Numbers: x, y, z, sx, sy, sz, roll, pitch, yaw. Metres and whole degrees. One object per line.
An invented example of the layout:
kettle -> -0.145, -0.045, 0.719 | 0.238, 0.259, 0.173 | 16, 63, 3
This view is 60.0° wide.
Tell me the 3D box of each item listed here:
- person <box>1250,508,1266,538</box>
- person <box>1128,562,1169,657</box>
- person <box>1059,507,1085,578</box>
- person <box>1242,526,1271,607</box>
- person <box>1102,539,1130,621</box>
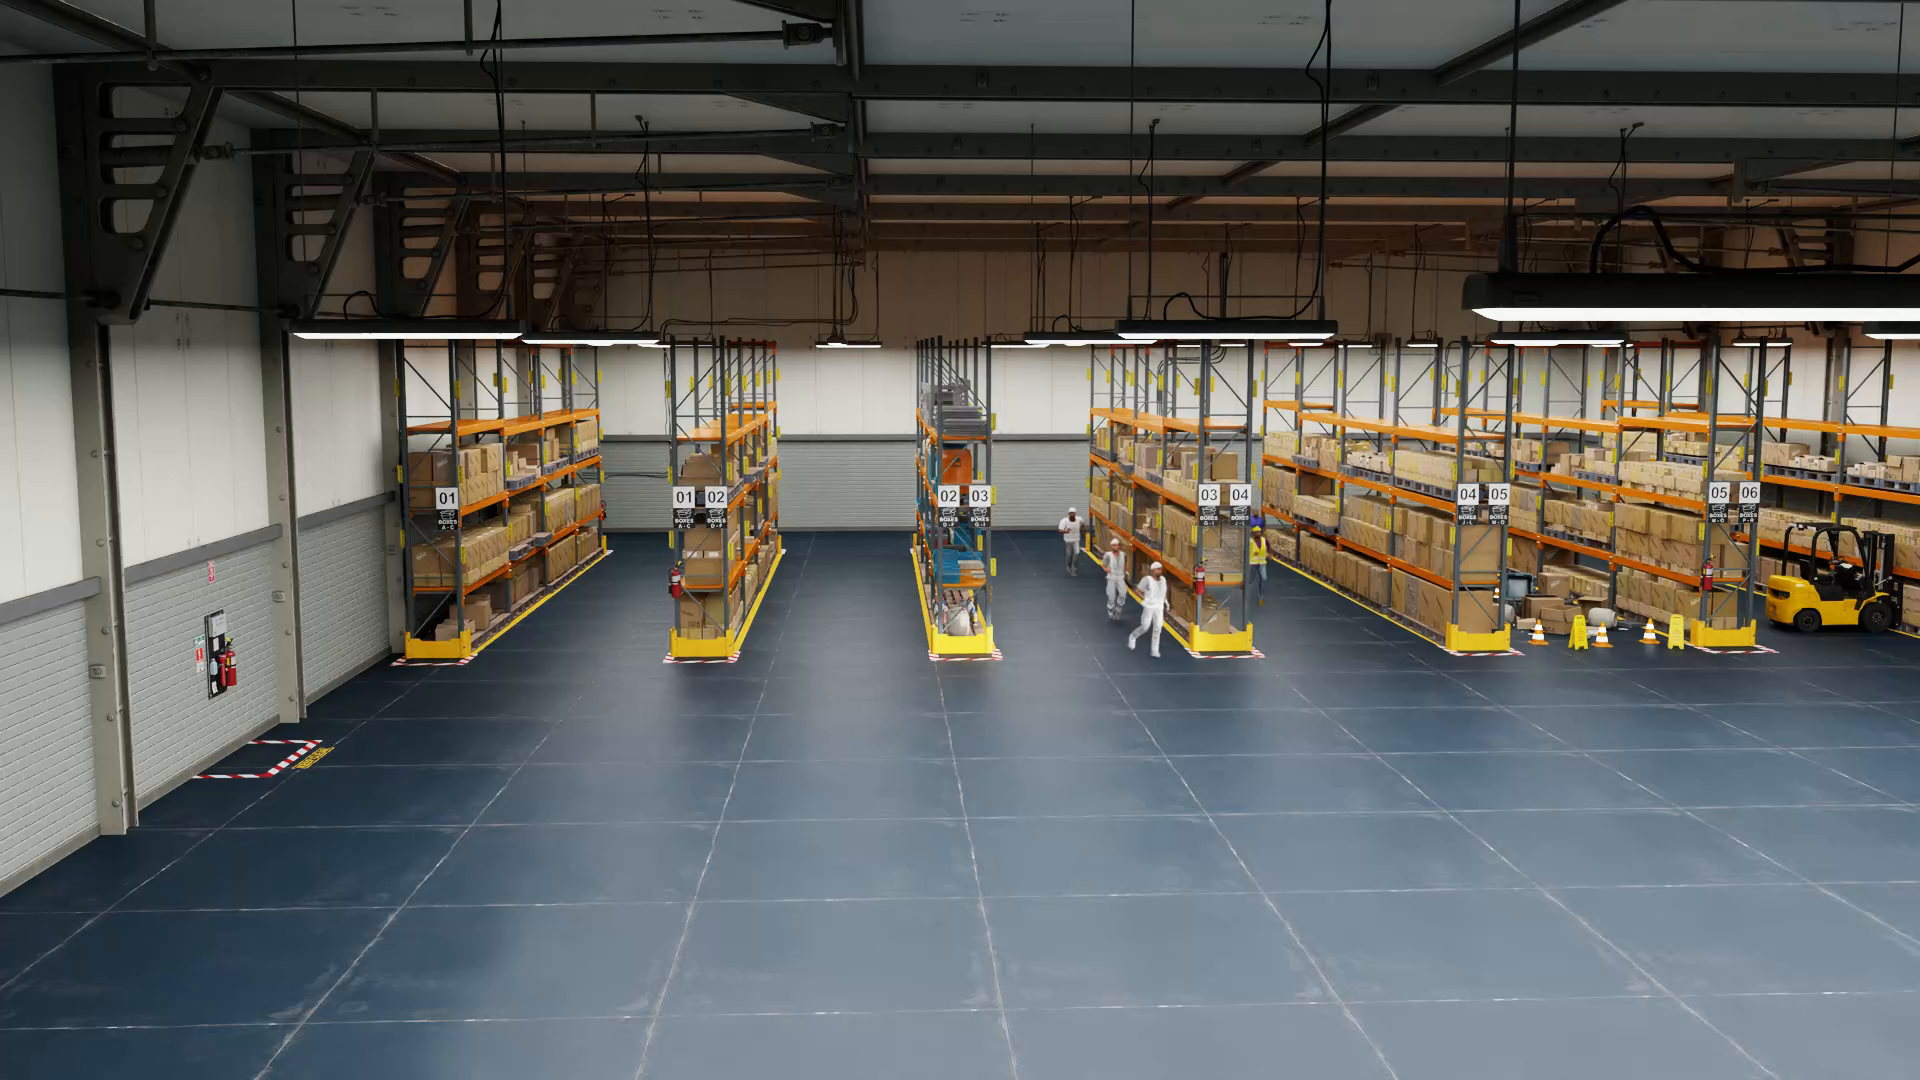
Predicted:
person -> 7.787, -0.049, 43.808 | 0.573, 1.600, 0.584 | -1, 7, -6
person -> 3.666, 1.289, 31.377 | 0.744, 1.736, 0.955 | -3, 7, -25
person -> 2.851, 0.049, 42.353 | 0.727, 1.797, 0.843 | -1, 7, -7
person -> 6.713, 0.574, 37.665 | 0.713, 1.813, 0.910 | -1, 7, -6
person -> 3.315, 0.844, 35.171 | 0.648, 1.757, 0.764 | -1, 7, -10
